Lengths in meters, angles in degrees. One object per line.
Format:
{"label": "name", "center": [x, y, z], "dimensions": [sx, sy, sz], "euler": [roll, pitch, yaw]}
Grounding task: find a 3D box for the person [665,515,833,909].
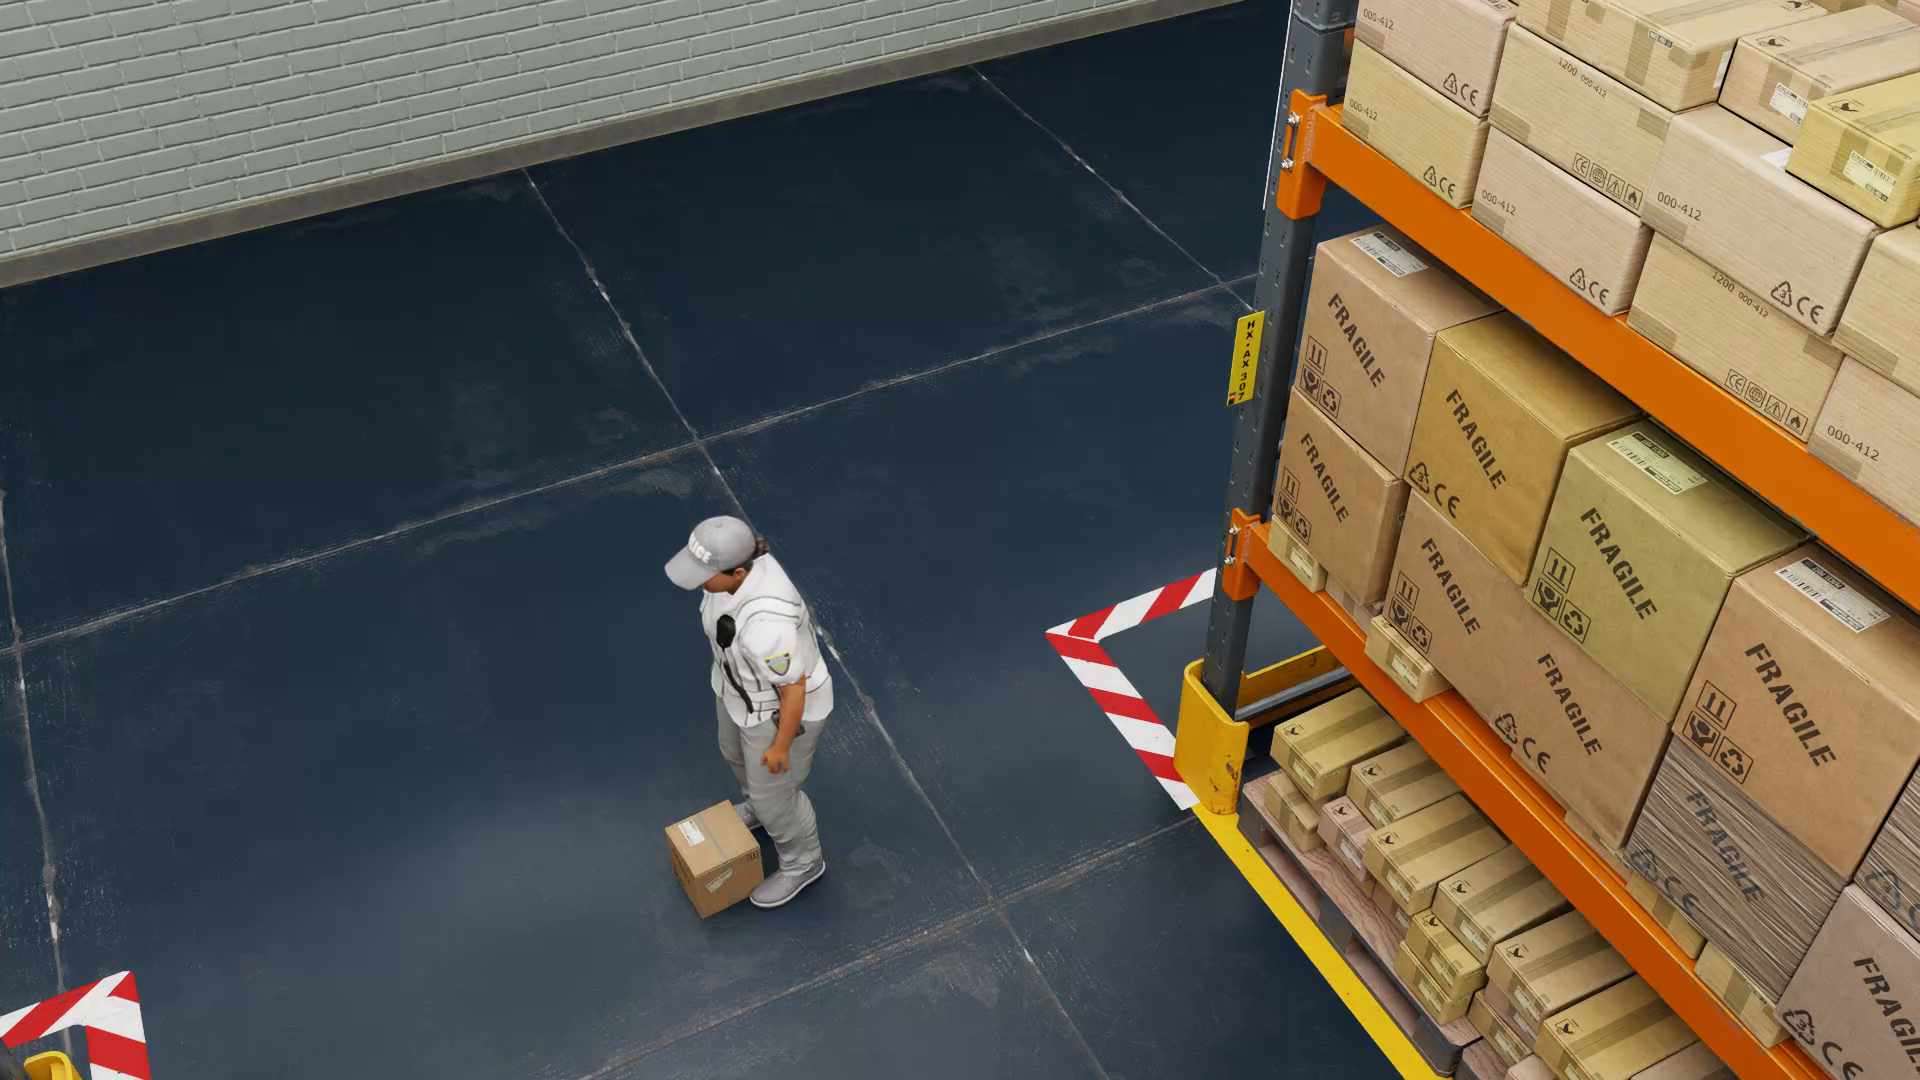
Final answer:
{"label": "person", "center": [-0.683, 0.538, 5.546], "dimensions": [0.470, 1.666, 0.542], "euler": [-19, 45, -20]}
